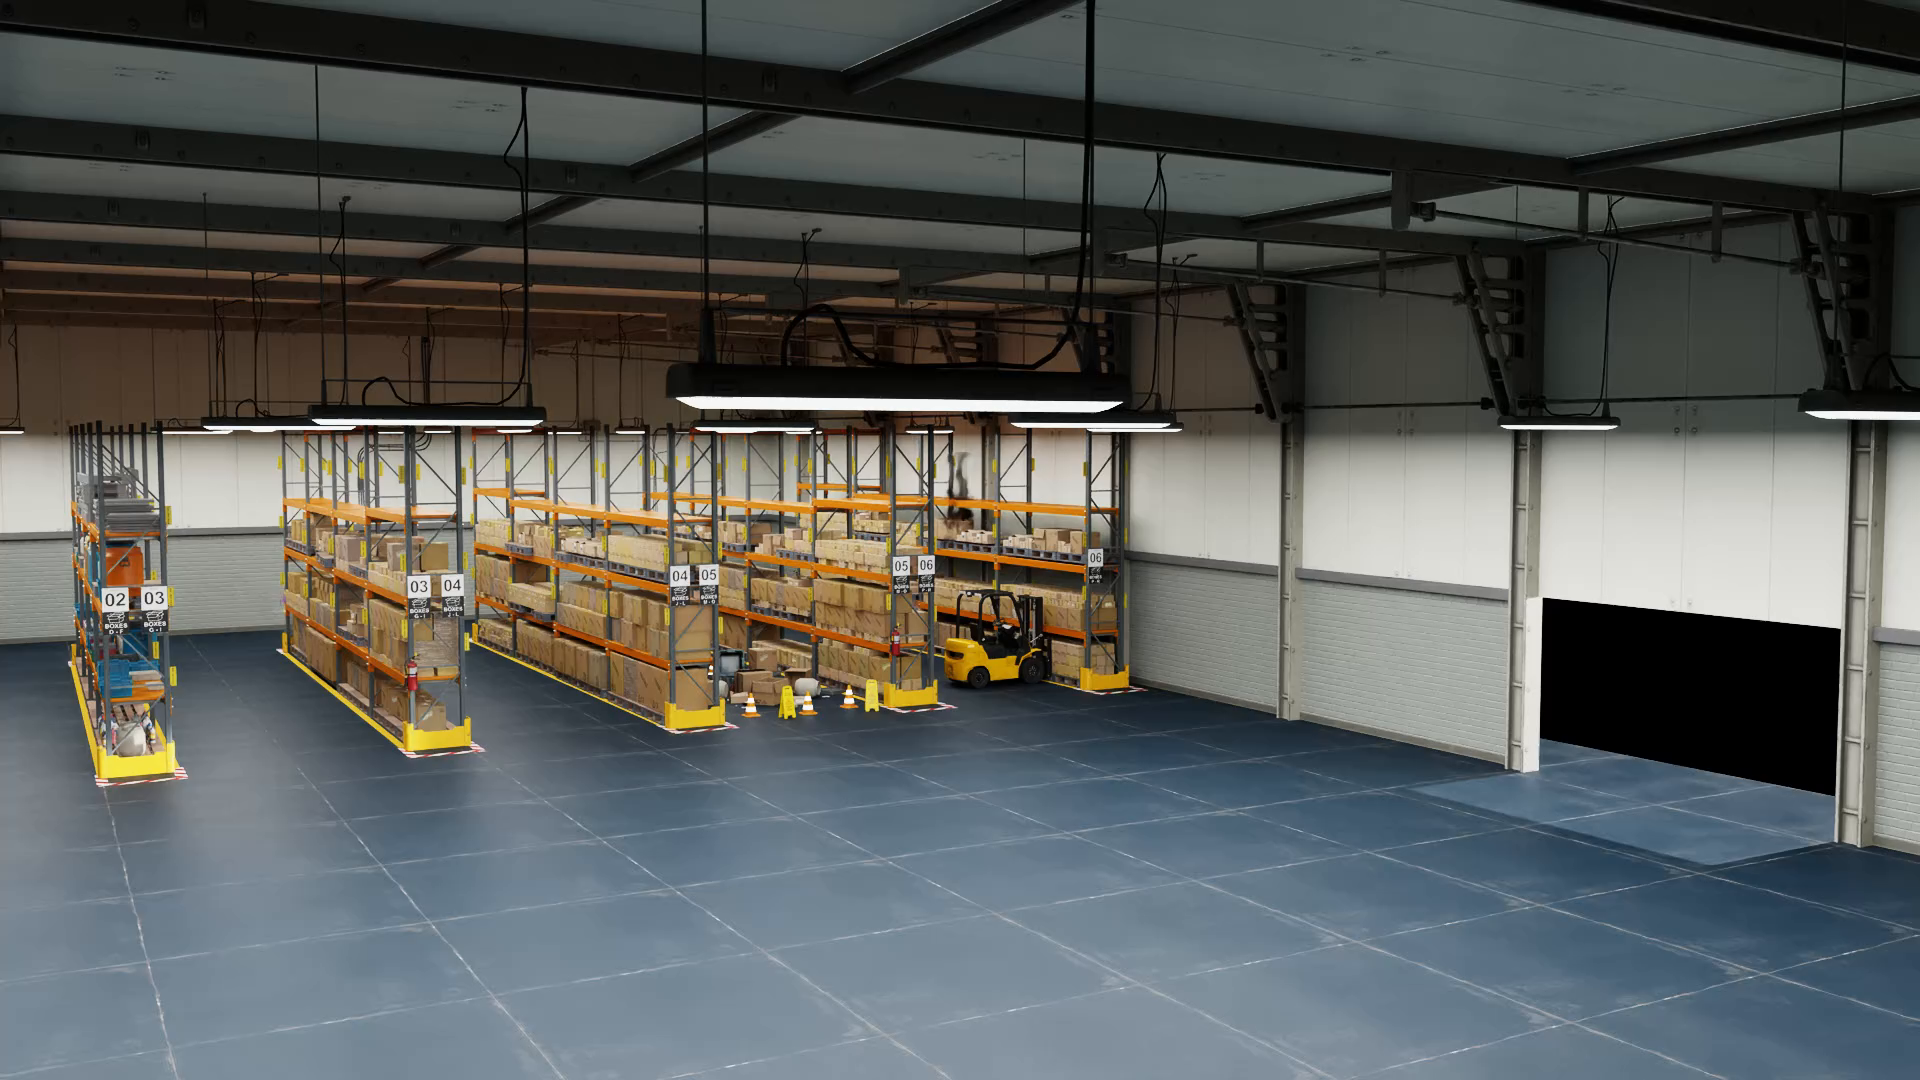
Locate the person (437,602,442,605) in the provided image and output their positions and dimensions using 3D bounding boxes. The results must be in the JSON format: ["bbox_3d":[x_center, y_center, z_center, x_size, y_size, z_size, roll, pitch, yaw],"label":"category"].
[{"bbox_3d":[-13.710,2.128,44.641,0.649,1.693,0.629,-2,4,-24],"label":"person"}]

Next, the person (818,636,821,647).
[{"bbox_3d":[-3.650,2.149,44.780,0.575,1.731,0.780,-2,4,-35],"label":"person"}]
